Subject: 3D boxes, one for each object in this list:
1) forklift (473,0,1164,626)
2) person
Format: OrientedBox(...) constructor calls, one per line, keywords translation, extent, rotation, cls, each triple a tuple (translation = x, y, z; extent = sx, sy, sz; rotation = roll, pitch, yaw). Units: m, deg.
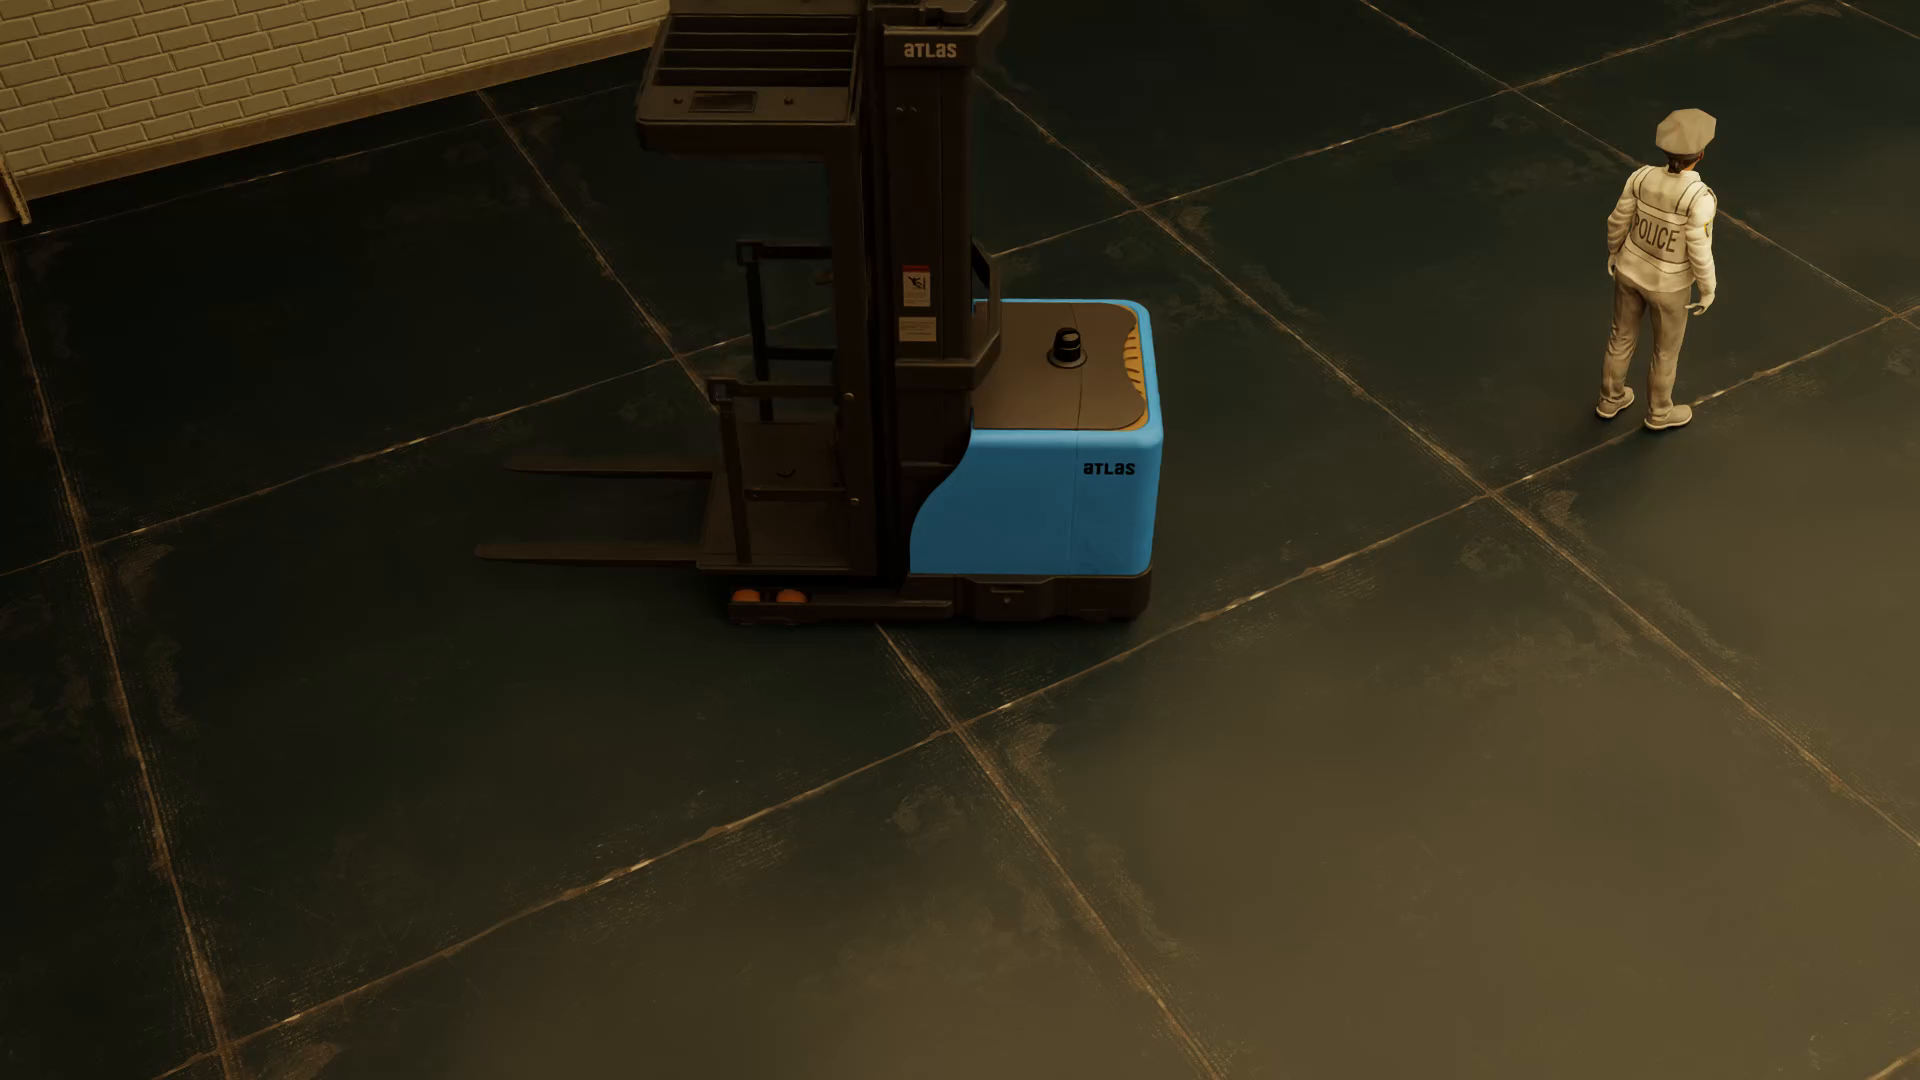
OrientedBox(translation=(-0.663, -1.052, 6.833), extent=(3.031, 2.935, 1.130), rotation=(1, 43, 1), cls="forklift")
OrientedBox(translation=(3.381, -1.293, 7.991), extent=(0.530, 1.694, 0.588), rotation=(-28, 49, -26), cls="person")
